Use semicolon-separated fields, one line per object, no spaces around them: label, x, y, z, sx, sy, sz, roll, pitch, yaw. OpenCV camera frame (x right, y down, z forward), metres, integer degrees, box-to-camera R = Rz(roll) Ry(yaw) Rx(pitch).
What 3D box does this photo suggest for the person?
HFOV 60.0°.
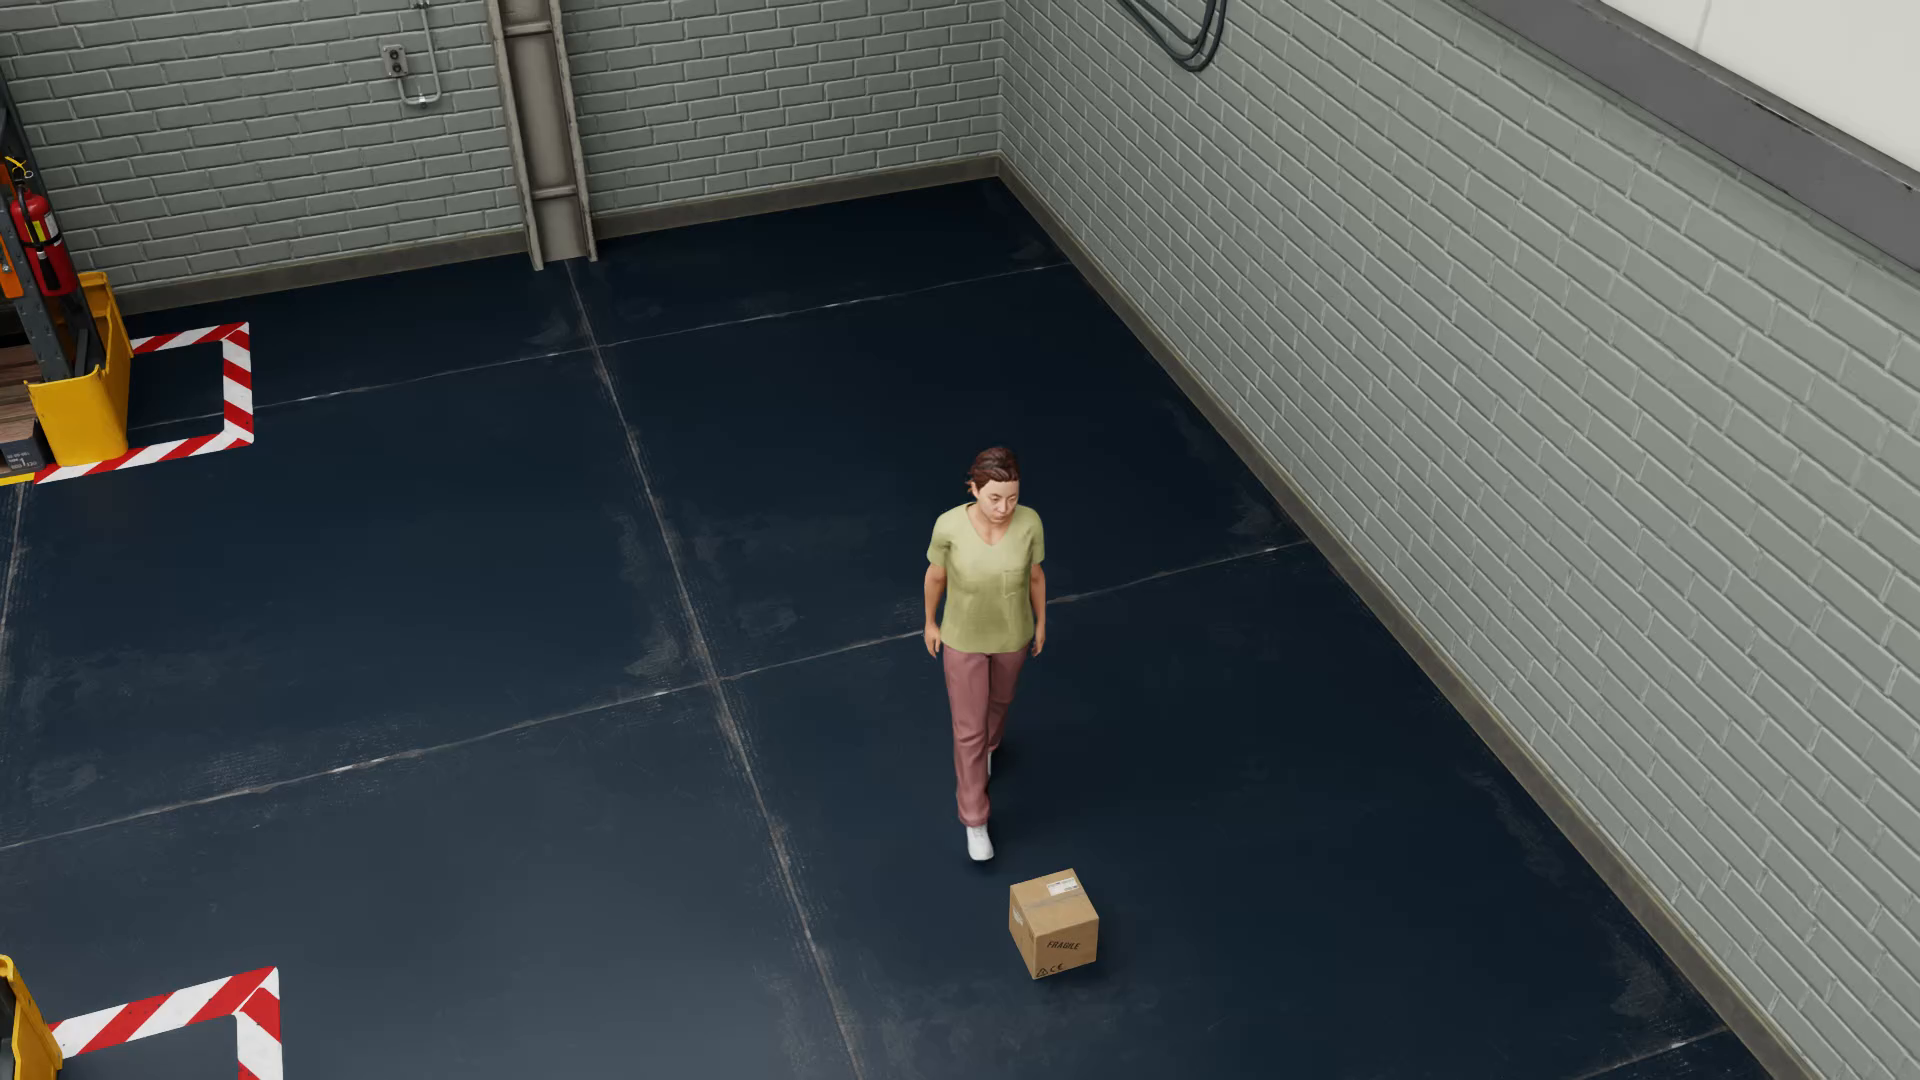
person;0.115;0.409;6.258;0.465;1.652;0.758;-5;38;-6
